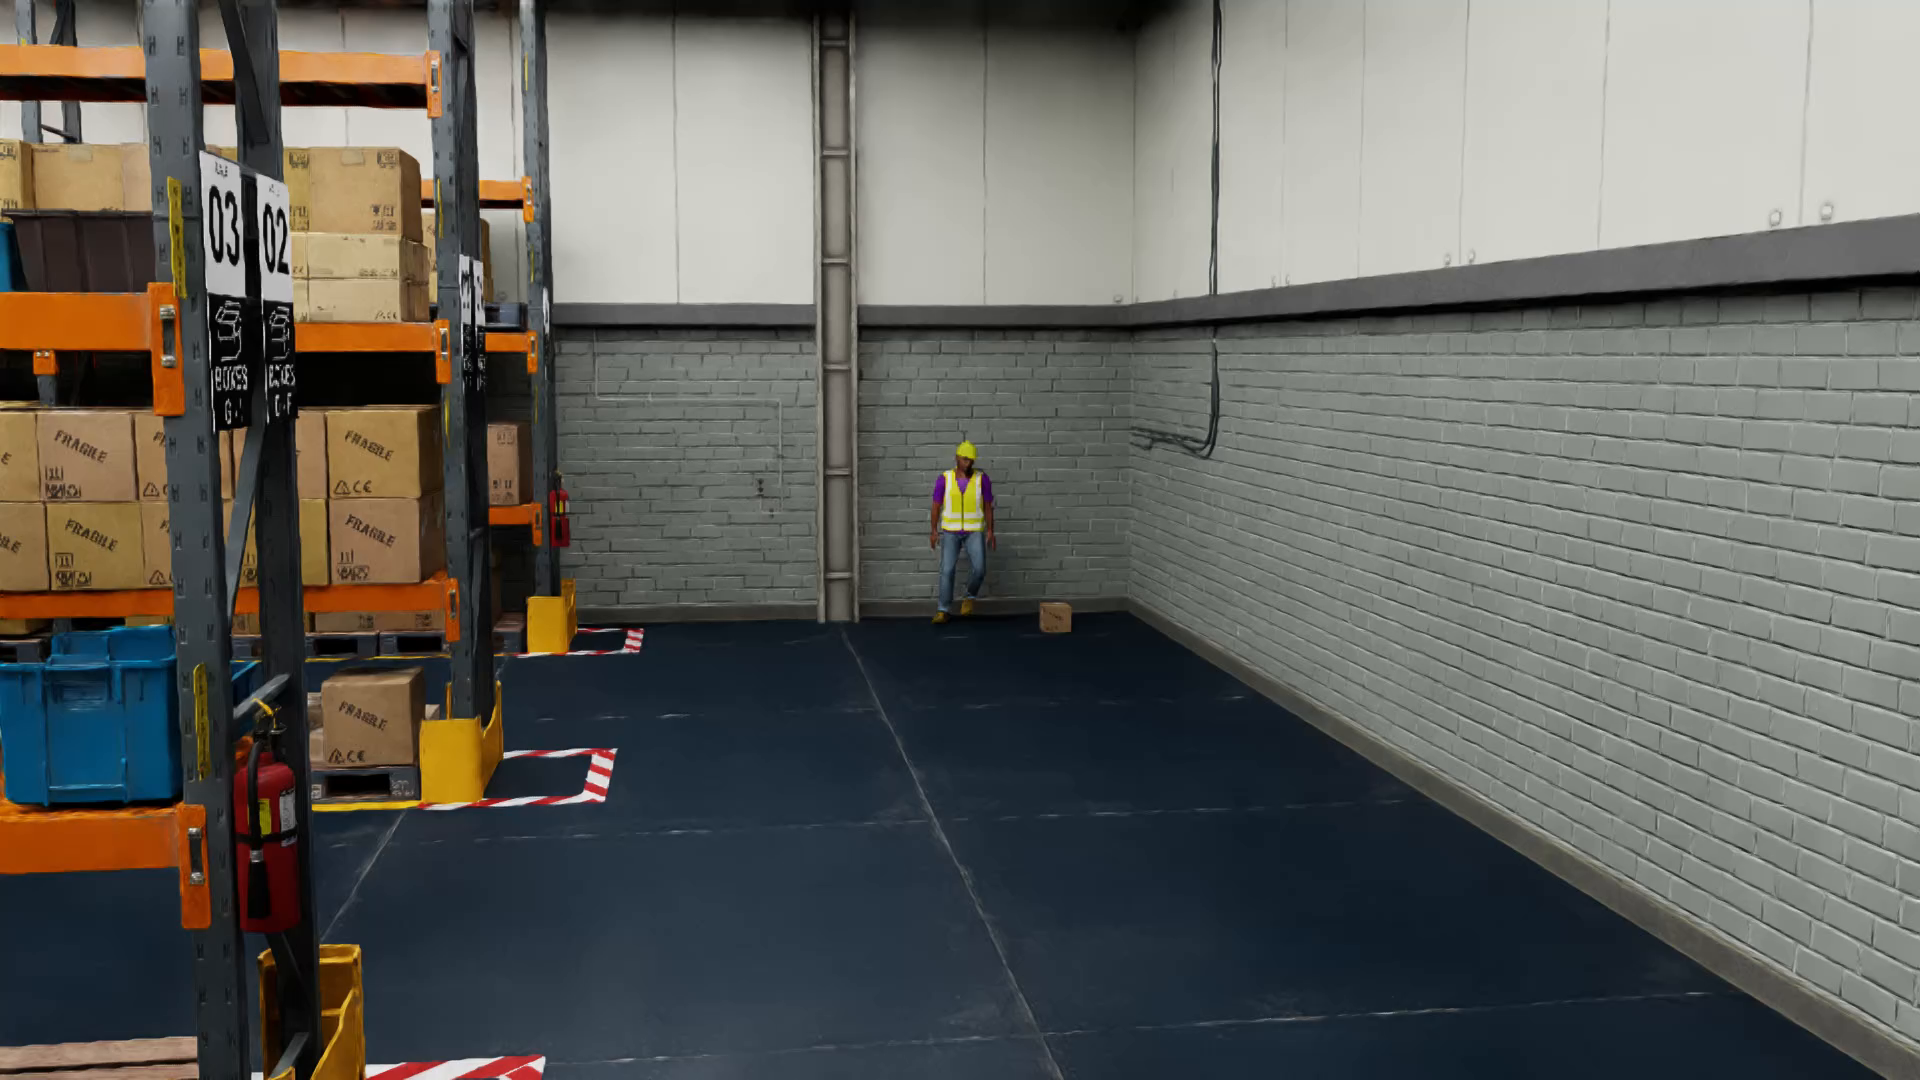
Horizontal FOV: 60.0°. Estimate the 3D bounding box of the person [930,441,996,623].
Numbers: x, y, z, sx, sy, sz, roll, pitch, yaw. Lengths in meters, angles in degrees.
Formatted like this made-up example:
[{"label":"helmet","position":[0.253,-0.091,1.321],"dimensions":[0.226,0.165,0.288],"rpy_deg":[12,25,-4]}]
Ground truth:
[{"label":"person","position":[0.031,-0.085,16.202],"dimensions":[0.648,1.755,0.494],"rpy_deg":[0,6,2]}]
